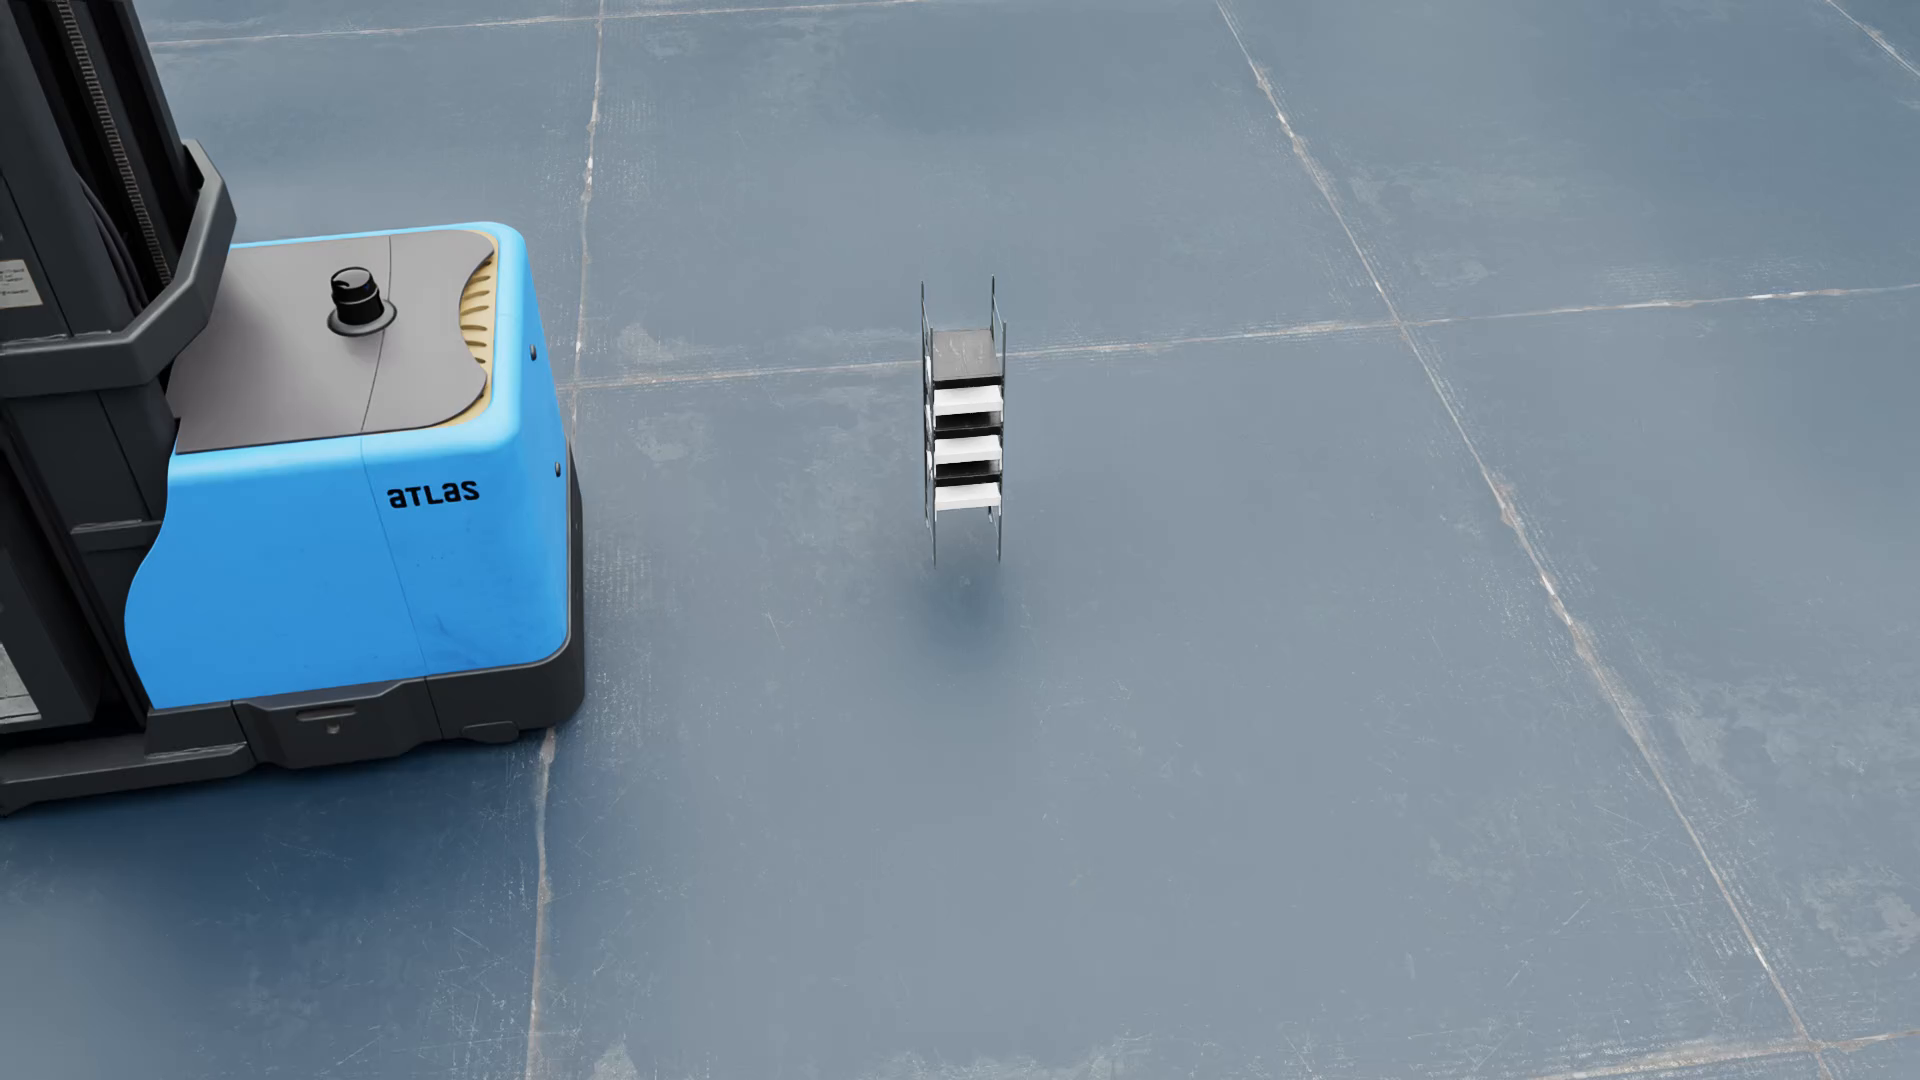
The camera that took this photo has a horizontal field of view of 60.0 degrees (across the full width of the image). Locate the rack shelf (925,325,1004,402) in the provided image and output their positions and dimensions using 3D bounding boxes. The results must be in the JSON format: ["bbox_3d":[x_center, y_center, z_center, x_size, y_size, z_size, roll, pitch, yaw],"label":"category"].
[{"bbox_3d":[0.008,-0.511,4.791,0.200,0.077,0.258,-5,42,-6],"label":"rack shelf"}]

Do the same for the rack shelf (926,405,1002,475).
[{"bbox_3d":[0.008,-0.310,4.972,0.200,0.077,0.258,-5,42,-6],"label":"rack shelf"}]

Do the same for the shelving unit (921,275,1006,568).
[{"bbox_3d":[0.008,-0.335,4.949,0.210,0.900,0.258,-5,42,-6],"label":"shelving unit"}]

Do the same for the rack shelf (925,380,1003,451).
[{"bbox_3d":[0.008,-0.377,4.911,0.200,0.077,0.258,-5,42,-6],"label":"rack shelf"}]

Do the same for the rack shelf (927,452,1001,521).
[{"bbox_3d":[0.008,-0.176,5.092,0.200,0.077,0.258,-5,42,-6],"label":"rack shelf"}]

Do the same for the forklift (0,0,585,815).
[{"bbox_3d":[-2.618,-0.702,3.840,3.031,2.935,1.130,-7,42,-7],"label":"forklift"}]

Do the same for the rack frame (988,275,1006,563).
[{"bbox_3d":[0.109,-0.344,4.959,0.006,0.900,0.240,-5,42,-6],"label":"rack frame"}]

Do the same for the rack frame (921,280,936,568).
[{"bbox_3d":[-0.093,-0.326,4.940,0.006,0.900,0.240,-5,42,-6],"label":"rack frame"}]

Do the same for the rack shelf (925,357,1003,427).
[{"bbox_3d":[0.008,-0.444,4.851,0.200,0.077,0.258,-5,42,-6],"label":"rack shelf"}]

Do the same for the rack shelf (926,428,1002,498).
[{"bbox_3d":[0.008,-0.243,5.032,0.200,0.077,0.258,-5,42,-6],"label":"rack shelf"}]
